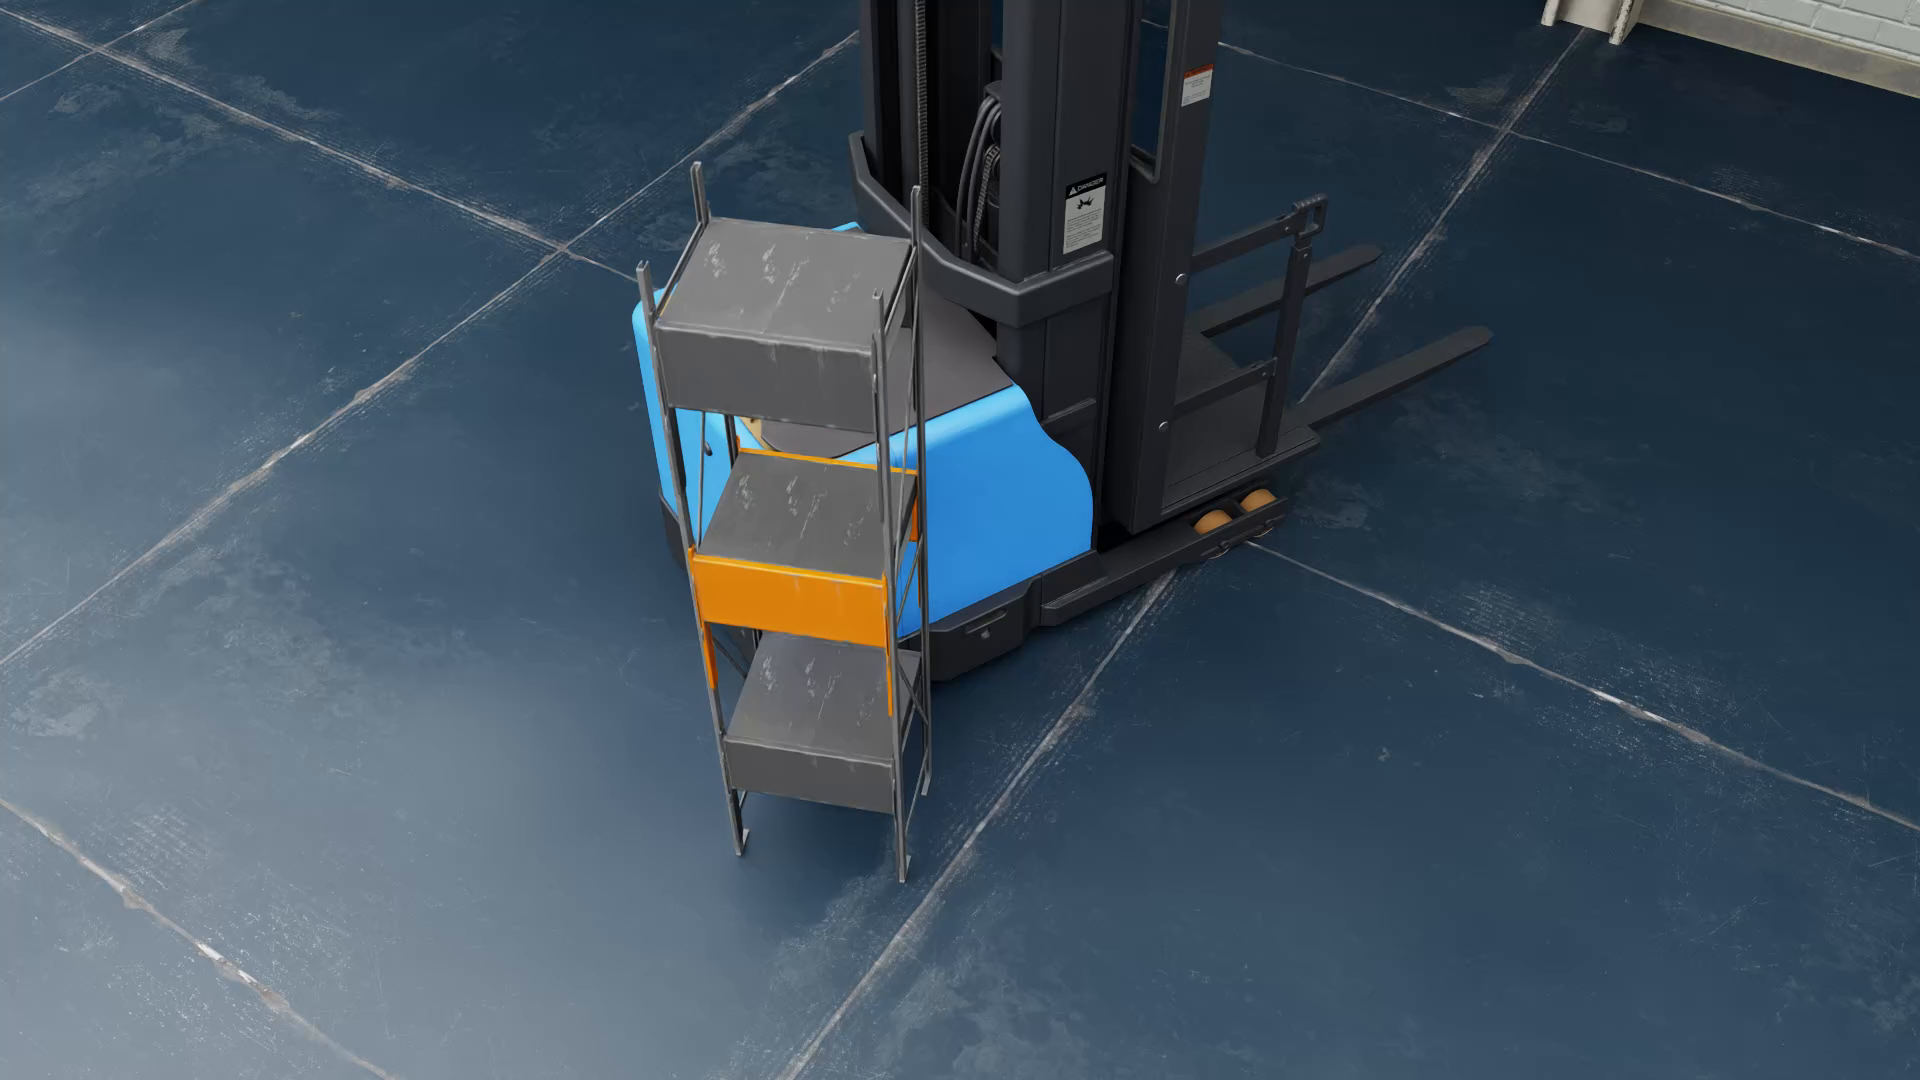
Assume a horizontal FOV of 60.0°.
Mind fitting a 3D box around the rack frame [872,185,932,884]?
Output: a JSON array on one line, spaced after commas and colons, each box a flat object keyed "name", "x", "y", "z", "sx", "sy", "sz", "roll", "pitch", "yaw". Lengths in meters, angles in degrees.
[{"name": "rack frame", "x": -0.129, "y": 0.115, "z": 4.174, "sx": 0.015, "sy": 2.100, "sz": 0.400, "roll": 8, "pitch": 46, "yaw": 8}]

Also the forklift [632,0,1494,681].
[{"name": "forklift", "x": 0.528, "y": -1.258, "z": 4.928, "sx": 3.031, "sy": 2.935, "sz": 1.130, "roll": -24, "pitch": 51, "yaw": -22}]

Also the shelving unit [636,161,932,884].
[{"name": "shelving unit", "x": -0.369, "y": 0.082, "z": 4.206, "sx": 0.503, "sy": 2.100, "sz": 0.431, "roll": 8, "pitch": 46, "yaw": 8}]

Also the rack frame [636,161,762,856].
[{"name": "rack frame", "x": -0.608, "y": 0.049, "z": 4.238, "sx": 0.015, "sy": 2.100, "sz": 0.400, "roll": 8, "pitch": 46, "yaw": 8}]

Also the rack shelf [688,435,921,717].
[{"name": "rack shelf", "x": -0.369, "y": 0.092, "z": 4.215, "sx": 0.480, "sy": 0.518, "sz": 0.431, "roll": 8, "pitch": 46, "yaw": 8}]

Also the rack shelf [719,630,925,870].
[{"name": "rack shelf", "x": -0.369, "y": 0.580, "z": 4.717, "sx": 0.480, "sy": 0.518, "sz": 0.431, "roll": 8, "pitch": 46, "yaw": 8}]

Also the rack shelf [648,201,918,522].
[{"name": "rack shelf", "x": -0.368, "y": -0.397, "z": 3.714, "sx": 0.480, "sy": 0.518, "sz": 0.431, "roll": 8, "pitch": 46, "yaw": 8}]

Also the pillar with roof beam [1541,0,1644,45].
[{"name": "pillar with roof beam", "x": 0.801, "y": -3.113, "z": 2.500, "sx": 0.400, "sy": 9.000, "sz": 9.100, "roll": 25, "pitch": 51, "yaw": 22}]
